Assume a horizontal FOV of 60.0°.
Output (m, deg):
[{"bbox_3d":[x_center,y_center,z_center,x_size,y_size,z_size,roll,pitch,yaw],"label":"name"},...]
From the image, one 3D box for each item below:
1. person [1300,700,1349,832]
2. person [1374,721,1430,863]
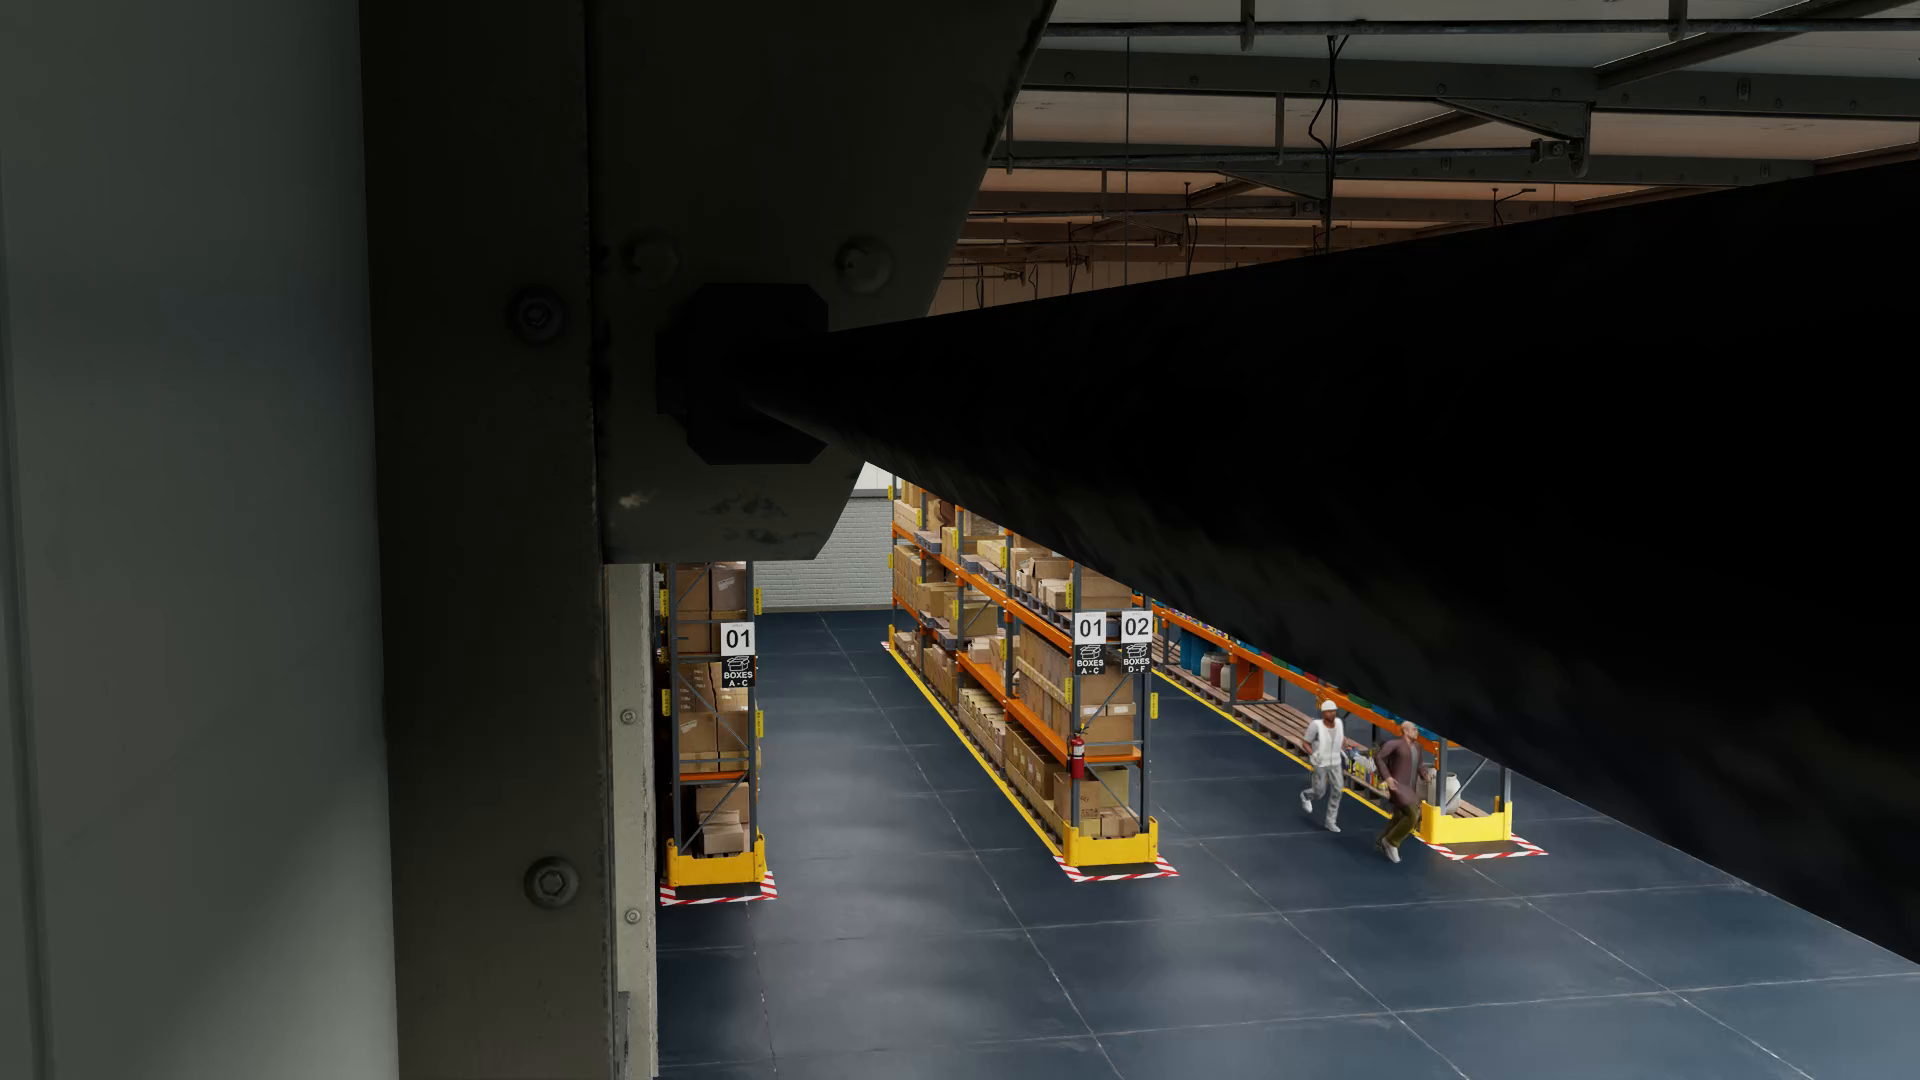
[{"bbox_3d":[4.941,3.021,22.592,0.672,1.753,0.861,-2,6,-15],"label":"person"},{"bbox_3d":[5.670,3.185,21.186,0.688,1.766,0.686,6,9,45],"label":"person"}]
